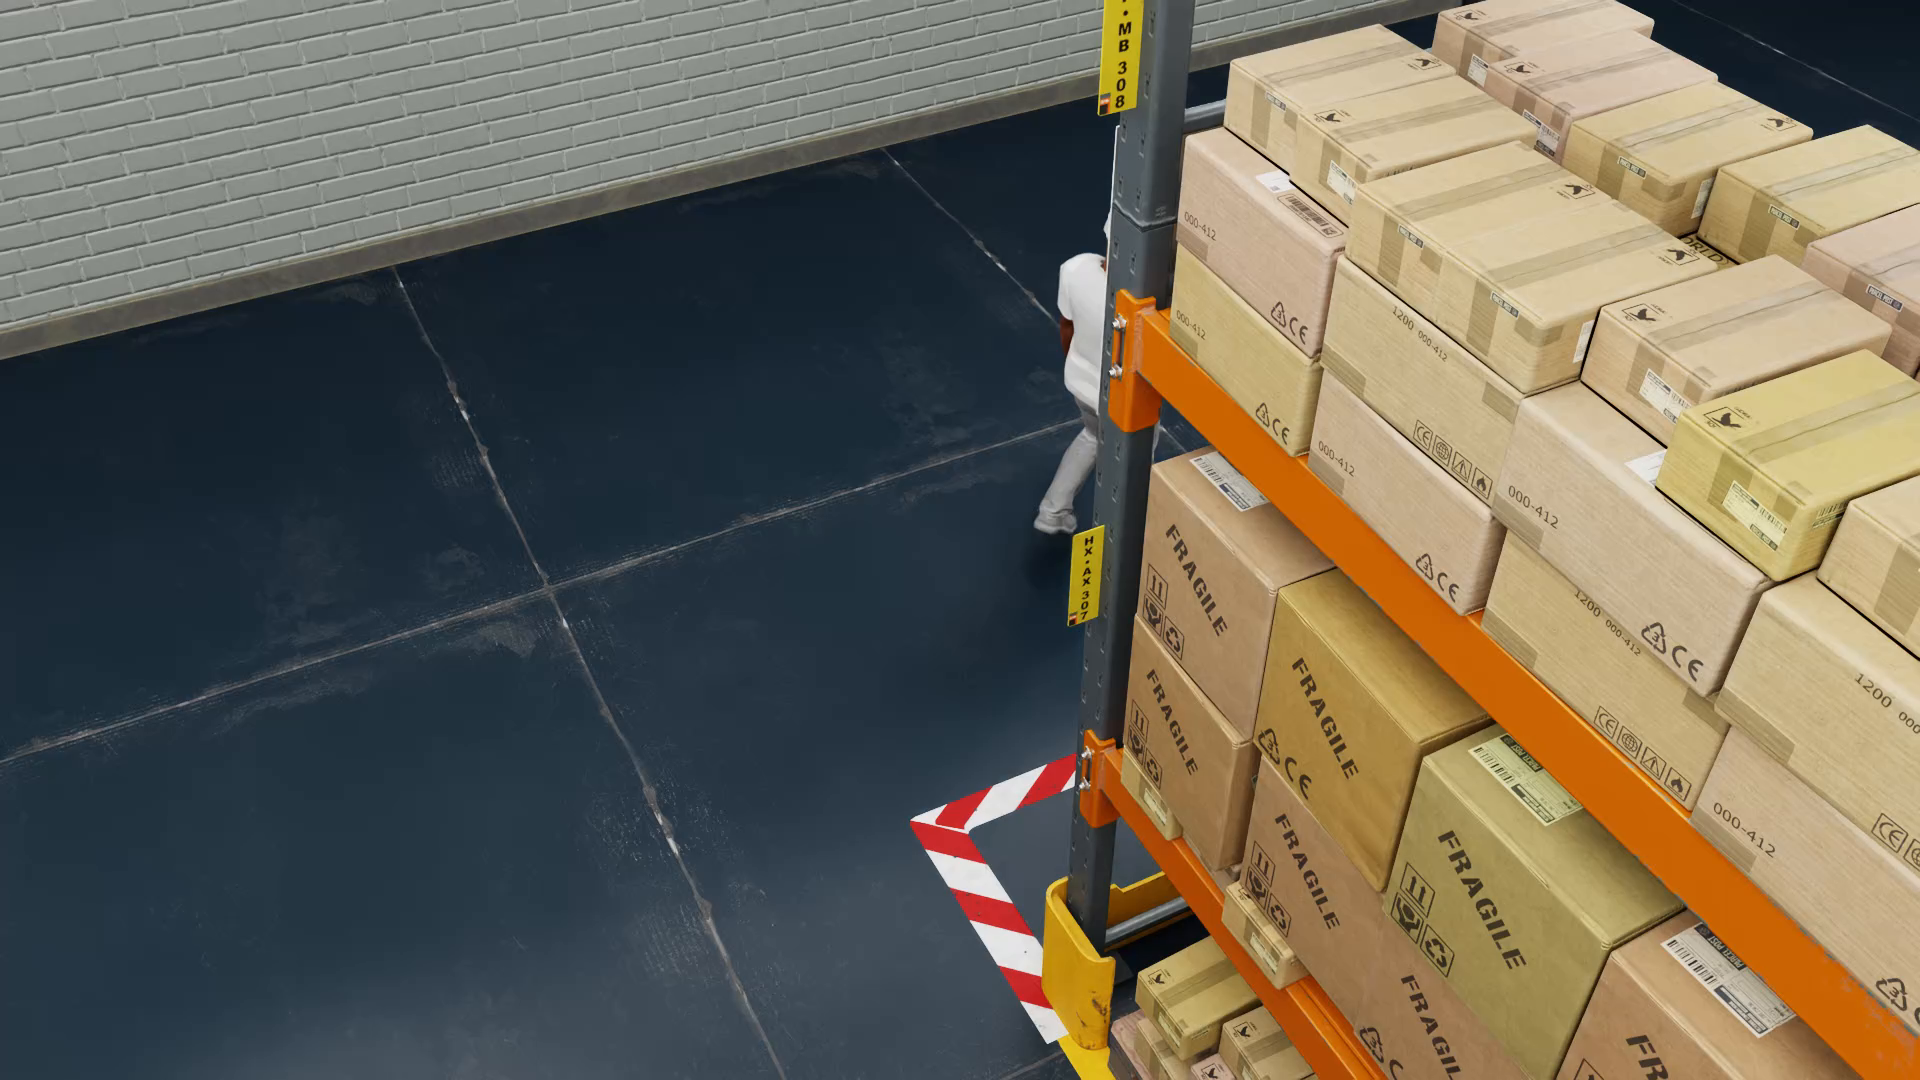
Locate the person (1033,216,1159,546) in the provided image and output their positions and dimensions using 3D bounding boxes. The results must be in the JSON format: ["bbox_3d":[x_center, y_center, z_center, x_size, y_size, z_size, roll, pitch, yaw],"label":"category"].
[{"bbox_3d":[0.673,-0.640,6.854,0.672,1.766,0.604,-27,48,-28],"label":"person"}]
